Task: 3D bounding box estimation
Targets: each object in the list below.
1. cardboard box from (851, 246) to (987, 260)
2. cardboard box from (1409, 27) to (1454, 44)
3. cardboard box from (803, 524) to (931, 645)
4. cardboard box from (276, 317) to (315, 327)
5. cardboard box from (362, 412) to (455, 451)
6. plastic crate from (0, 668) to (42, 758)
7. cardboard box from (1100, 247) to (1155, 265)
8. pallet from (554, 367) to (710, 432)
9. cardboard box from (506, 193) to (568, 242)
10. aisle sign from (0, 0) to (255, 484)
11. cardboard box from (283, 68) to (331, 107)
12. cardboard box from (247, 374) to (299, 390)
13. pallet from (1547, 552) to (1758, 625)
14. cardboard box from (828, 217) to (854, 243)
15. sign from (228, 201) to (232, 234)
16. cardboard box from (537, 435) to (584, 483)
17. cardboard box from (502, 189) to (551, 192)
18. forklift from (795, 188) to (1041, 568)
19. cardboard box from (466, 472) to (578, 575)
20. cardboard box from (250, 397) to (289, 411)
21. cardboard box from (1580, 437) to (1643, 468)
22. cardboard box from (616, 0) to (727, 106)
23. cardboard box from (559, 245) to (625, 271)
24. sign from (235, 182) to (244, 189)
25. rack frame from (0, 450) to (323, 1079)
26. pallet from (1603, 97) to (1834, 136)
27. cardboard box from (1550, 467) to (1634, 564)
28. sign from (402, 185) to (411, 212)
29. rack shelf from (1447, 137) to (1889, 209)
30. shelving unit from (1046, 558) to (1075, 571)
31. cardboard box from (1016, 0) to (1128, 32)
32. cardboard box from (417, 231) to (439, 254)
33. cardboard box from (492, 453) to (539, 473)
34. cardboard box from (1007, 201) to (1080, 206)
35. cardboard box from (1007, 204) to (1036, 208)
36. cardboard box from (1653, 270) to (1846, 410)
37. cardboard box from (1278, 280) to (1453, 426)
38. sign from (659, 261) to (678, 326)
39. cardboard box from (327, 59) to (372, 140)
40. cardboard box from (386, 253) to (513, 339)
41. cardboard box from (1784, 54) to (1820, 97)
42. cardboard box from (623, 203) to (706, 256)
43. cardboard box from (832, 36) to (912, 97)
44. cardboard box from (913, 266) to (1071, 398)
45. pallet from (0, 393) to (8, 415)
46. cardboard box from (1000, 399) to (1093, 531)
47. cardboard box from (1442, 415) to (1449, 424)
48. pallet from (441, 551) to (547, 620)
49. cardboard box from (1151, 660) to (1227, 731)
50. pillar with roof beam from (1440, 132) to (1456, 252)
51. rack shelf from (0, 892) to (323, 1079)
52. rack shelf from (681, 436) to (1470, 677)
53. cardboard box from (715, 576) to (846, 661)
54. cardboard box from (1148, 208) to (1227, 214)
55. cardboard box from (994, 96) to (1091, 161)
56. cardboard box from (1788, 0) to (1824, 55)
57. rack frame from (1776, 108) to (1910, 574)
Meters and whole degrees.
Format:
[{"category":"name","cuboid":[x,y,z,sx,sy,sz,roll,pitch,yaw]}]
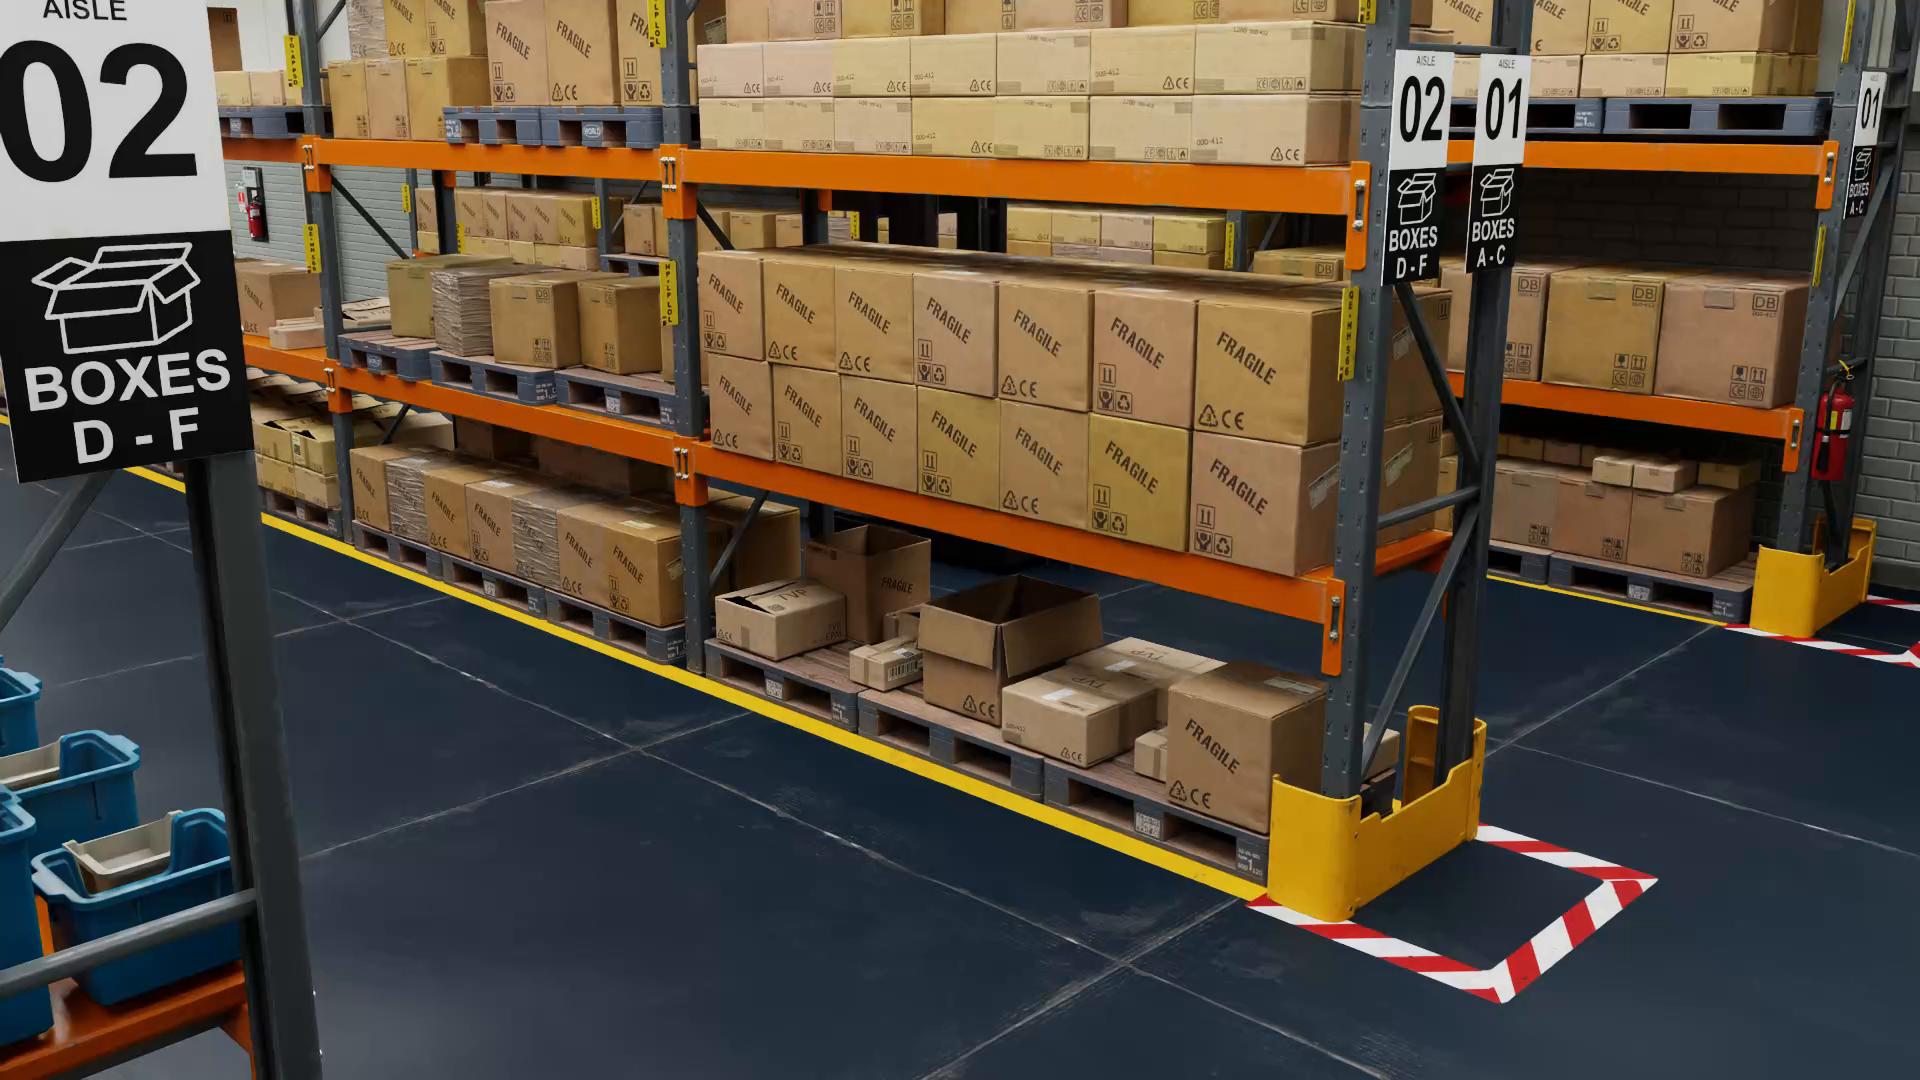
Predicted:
[{"category":"cardboard box","cuboid":[-0.200,-1.210,8.447,0.500,0.500,0.500,13,20,41]},{"category":"cardboard box","cuboid":[1.576,-1.867,6.505,0.500,0.250,0.500,14,20,42]},{"category":"cardboard box","cuboid":[-0.508,0.236,9.162,0.500,0.500,0.500,14,20,42]},{"category":"cardboard box","cuboid":[-4.951,-1.600,12.623,0.380,0.149,0.250,-13,19,-40]},{"category":"cardboard box","cuboid":[-4.167,-0.798,12.554,0.500,0.311,0.500,-14,20,-42]},{"category":"plastic crate","cuboid":[-2.573,0.508,4.246,0.300,0.233,0.416,14,20,42]},{"category":"cardboard box","cuboid":[1.440,-2.033,12.959,0.500,0.500,0.500,14,20,43]},{"category":"pallet","cuboid":[-1.614,-0.876,9.725,1.213,0.211,1.003,14,20,42]},{"category":"cardboard box","cuboid":[-4.711,-3.612,18.615,0.500,0.500,0.500,13,19,41]},{"category":"aisle sign","cuboid":[-1.418,-0.510,2.784,0.004,0.787,0.394,14,20,42]},{"category":"cardboard box","cuboid":[-4.360,-3.160,11.628,0.500,0.250,0.500,12,19,38]},{"category":"cardboard box","cuboid":[-6.004,-1.244,14.267,0.500,0.311,0.500,-14,20,-43]},{"category":"pallet","cuboid":[4.571,0.215,10.688,1.213,0.211,1.003,14,20,42]},{"category":"cardboard box","cuboid":[-0.904,-2.750,15.468,0.500,0.500,0.700,11,18,36]},{"category":"sign","cuboid":[-6.504,-2.831,14.710,0.005,0.325,0.100,14,20,42]},{"category":"cardboard box","cuboid":[-2.375,-0.567,10.756,0.500,0.250,0.500,13,20,41]},{"category":"cardboard box","cuboid":[-5.100,-3.885,19.665,0.500,0.500,0.500,13,19,41]},{"category":"forklift","cuboid":[-0.469,-1.524,11.968,3.031,2.935,1.130,13,19,40]},{"category":"cardboard box","cuboid":[-2.747,-0.111,10.494,0.500,0.500,0.500,13,19,40]},{"category":"cardboard box","cuboid":[-5.642,-0.967,13.201,0.500,0.311,0.500,-14,20,-43]},{"category":"cardboard box","cuboid":[4.311,-0.567,10.999,0.250,0.149,0.380,14,20,43]},{"category":"cardboard box","cuboid":[-1.426,-2.662,9.021,0.600,0.600,0.600,11,18,37]},{"category":"cardboard box","cuboid":[-3.989,-3.074,18.038,0.500,0.250,0.500,14,20,42]},{"category":"sign","cuboid":[-11.614,-5.720,26.813,0.331,0.109,0.001,14,20,42]},{"category":"rack frame","cuboid":[-1.676,0.790,2.953,0.127,3.000,1.000,14,20,42]},{"category":"pallet","cuboid":[4.659,-2.545,9.978,1.213,0.211,1.003,14,20,42]},{"category":"cardboard box","cuboid":[4.267,-0.194,10.853,0.500,0.500,0.700,14,20,42]},{"category":"sign","cuboid":[-6.694,-4.129,20.114,0.005,0.325,0.100,14,20,42]},{"category":"rack shelf","cuboid":[3.761,-2.462,10.910,4.000,0.370,1.077,14,20,42]},{"category":"shelving unit","cuboid":[0.742,-0.269,11.179,0.210,0.900,0.258,13,19,40]},{"category":"cardboard box","cuboid":[0.648,-2.351,6.874,0.500,0.500,0.700,14,20,42]},{"category":"cardboard box","cuboid":[-6.187,-3.603,20.069,0.500,0.250,0.500,13,19,41]},{"category":"cardboard box","cuboid":[-2.786,-0.301,11.222,0.500,0.500,0.500,13,19,40]},{"category":"cardboard box","cuboid":[0.685,-2.760,14.259,0.500,0.250,0.500,13,19,41]},{"category":"cardboard box","cuboid":[0.339,-2.667,13.902,0.500,0.250,0.500,14,20,43]},{"category":"cardboard box","cuboid":[4.826,-1.241,10.152,0.980,0.700,0.700,-13,20,-42]},{"category":"cardboard box","cuboid":[1.628,-0.767,6.744,0.500,0.500,0.500,-14,20,-42]},{"category":"sign","cuboid":[-1.497,-1.268,8.553,0.005,0.325,0.100,14,20,42]},{"category":"cardboard box","cuboid":[-3.657,-2.939,11.114,0.500,0.500,0.910,14,20,42]},{"category":"cardboard box","cuboid":[-3.463,-1.671,11.364,0.500,0.500,0.700,7,16,24]},{"category":"cardboard box","cuboid":[4.845,-2.812,10.091,0.500,0.250,0.500,-13,20,-41]},{"category":"cardboard box","cuboid":[-3.095,-3.275,17.481,0.500,0.500,0.700,14,20,42]},{"category":"cardboard box","cuboid":[-0.224,-2.123,7.487,0.500,0.250,0.500,14,20,42]},{"category":"cardboard box","cuboid":[0.143,-0.937,7.398,0.500,0.500,0.500,-14,20,-42]},{"category":"pallet","cuboid":[-9.174,-1.434,17.015,1.213,0.211,1.003,14,20,42]},{"category":"cardboard box","cuboid":[0.522,-0.365,7.184,0.500,0.500,0.500,14,20,43]},{"category":"cardboard box","cuboid":[3.392,-0.790,11.854,0.250,0.149,0.380,13,19,40]},{"category":"pallet","cuboid":[-2.609,0.191,10.779,1.213,0.211,1.003,14,20,42]},{"category":"cardboard box","cuboid":[1.210,0.775,7.591,0.500,0.250,0.500,14,20,42]},{"category":"pillar with roof beam","cuboid":[0.437,-3.865,8.918,0.400,9.000,9.100,14,20,42]},{"category":"rack shelf","cuboid":[-3.116,0.788,4.387,4.000,0.370,1.077,14,20,42]},{"category":"rack shelf","cuboid":[0.325,-0.111,7.835,4.000,0.370,1.077,14,20,42]},{"category":"cardboard box","cuboid":[-0.963,0.392,8.939,0.500,0.311,0.500,14,20,42]},{"category":"cardboard box","cuboid":[1.789,-2.492,13.231,0.500,0.250,0.500,14,20,43]},{"category":"cardboard box","cuboid":[0.491,-1.705,6.873,0.500,0.250,0.500,14,20,42]},{"category":"cardboard box","cuboid":[4.843,-3.174,9.993,0.500,0.500,0.500,13,19,40]},{"category":"rack frame","cuboid":[5.200,-1.009,9.854,0.127,3.000,1.000,14,20,42]}]
